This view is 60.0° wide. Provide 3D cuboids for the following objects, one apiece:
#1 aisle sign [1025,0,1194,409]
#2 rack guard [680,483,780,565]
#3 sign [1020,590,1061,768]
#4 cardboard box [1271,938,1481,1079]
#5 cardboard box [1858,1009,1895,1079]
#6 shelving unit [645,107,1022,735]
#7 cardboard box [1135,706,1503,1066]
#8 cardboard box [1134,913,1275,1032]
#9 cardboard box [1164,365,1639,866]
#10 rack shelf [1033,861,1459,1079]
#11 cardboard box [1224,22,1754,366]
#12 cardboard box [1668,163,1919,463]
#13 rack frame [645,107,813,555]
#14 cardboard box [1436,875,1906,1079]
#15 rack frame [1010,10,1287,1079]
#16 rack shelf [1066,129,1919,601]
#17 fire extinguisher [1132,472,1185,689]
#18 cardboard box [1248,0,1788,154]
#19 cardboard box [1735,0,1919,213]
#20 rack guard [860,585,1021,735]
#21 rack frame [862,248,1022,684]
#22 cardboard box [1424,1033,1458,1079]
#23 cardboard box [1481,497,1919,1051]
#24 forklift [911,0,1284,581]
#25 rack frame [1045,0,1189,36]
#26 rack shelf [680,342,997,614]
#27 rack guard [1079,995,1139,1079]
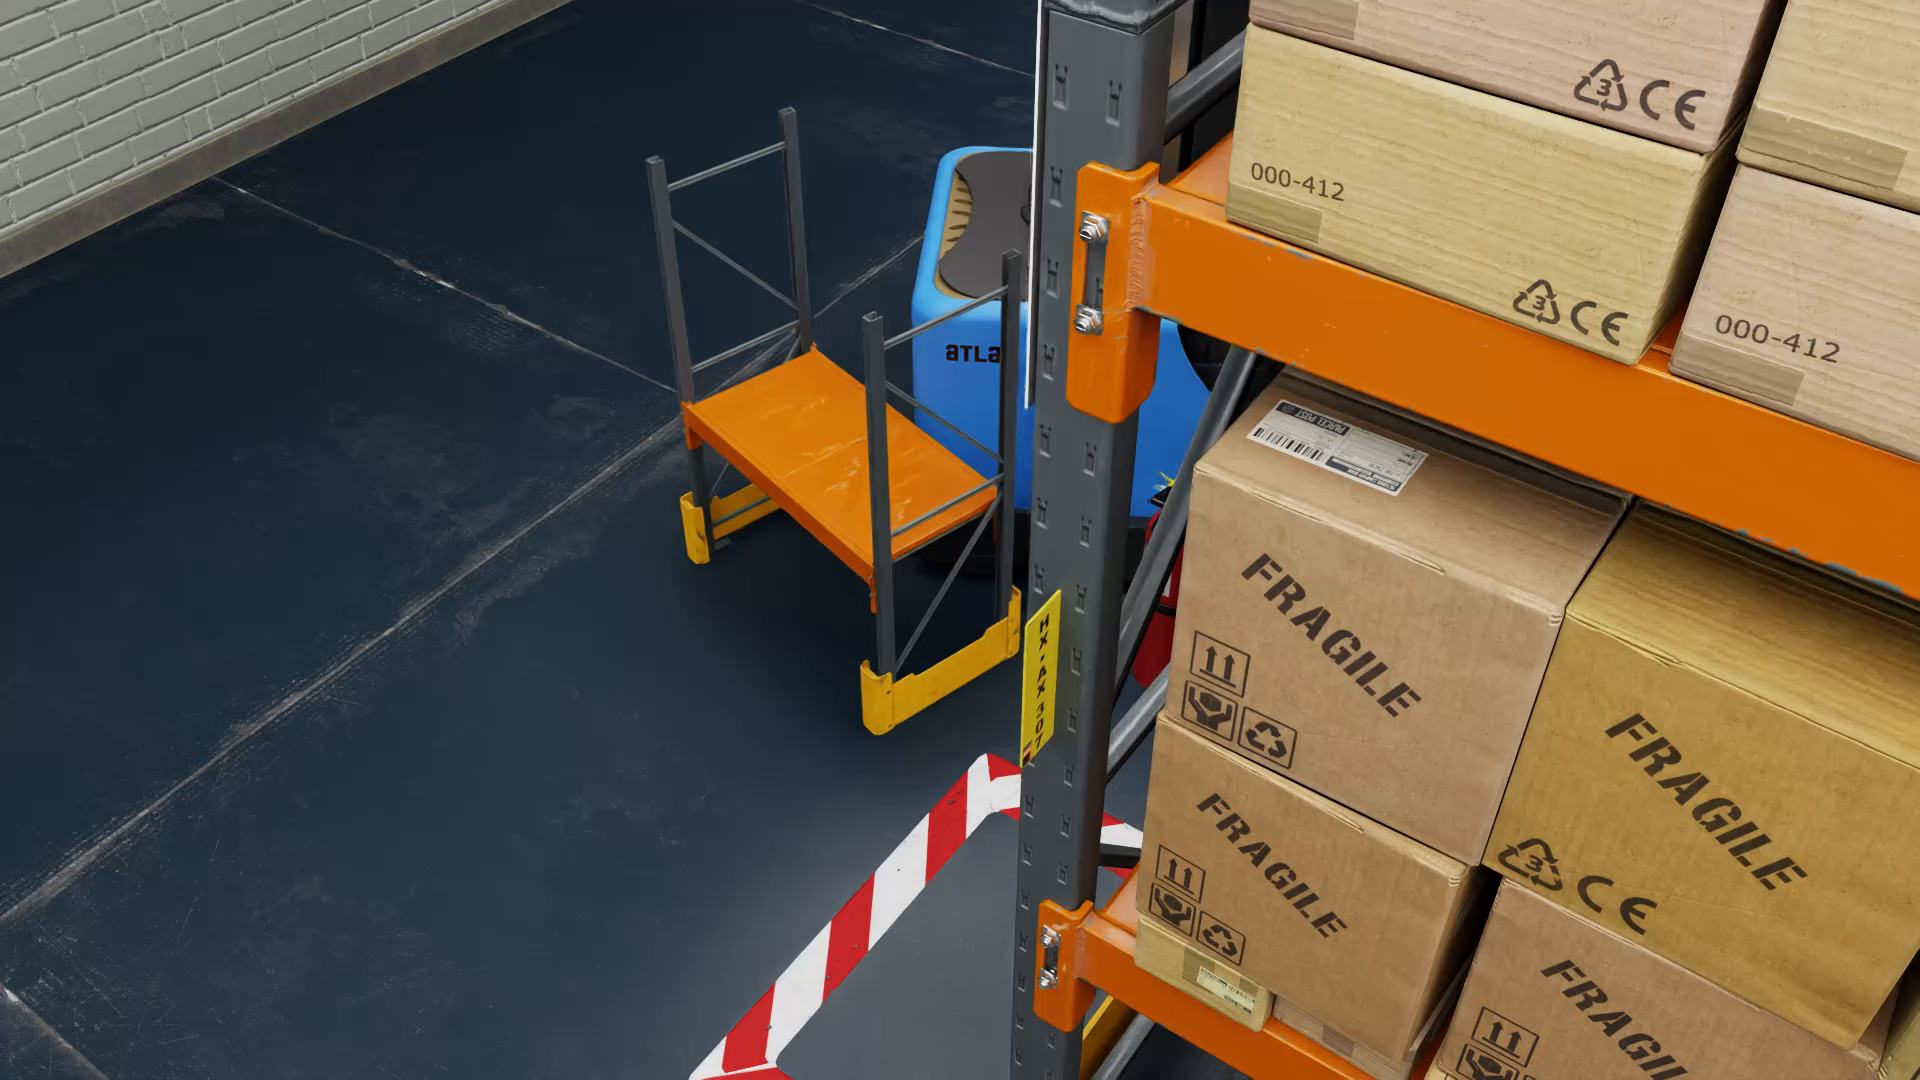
[{"bbox_3d":[0.206,-0.586,2.206,0.004,0.787,0.394,25,48,25],"label":"aisle sign"},{"bbox_3d":[-0.687,-0.148,5.728,0.587,0.250,0.087,-29,49,-28],"label":"rack guard"},{"bbox_3d":[0.127,0.221,2.605,0.005,0.325,0.100,25,48,25],"label":"sign"},{"bbox_3d":[0.748,0.719,2.886,0.250,0.149,0.380,27,48,27],"label":"cardboard box"},{"bbox_3d":[1.494,0.807,2.300,0.500,0.500,0.500,26,48,26],"label":"cardboard box"},{"bbox_3d":[-0.370,-0.358,5.025,0.587,1.500,1.083,-29,49,-28],"label":"shelving unit"},{"bbox_3d":[0.647,0.422,2.731,0.500,0.500,0.500,27,49,27],"label":"cardboard box"},{"bbox_3d":[0.515,0.644,2.970,0.250,0.149,0.380,25,47,25],"label":"cardboard box"},{"bbox_3d":[0.654,0.043,2.404,0.500,0.500,0.500,25,47,25],"label":"cardboard box"},{"bbox_3d":[2.076,1.281,2.609,4.000,0.370,1.077,25,48,25],"label":"rack shelf"},{"bbox_3d":[0.659,-0.503,1.926,0.500,0.250,0.500,27,48,27],"label":"cardboard box"},{"bbox_3d":[1.088,-0.299,1.698,0.500,0.250,0.500,27,48,27],"label":"cardboard box"},{"bbox_3d":[-0.688,-0.615,5.312,0.500,1.500,0.032,-29,49,-28],"label":"rack frame"},{"bbox_3d":[1.100,0.613,2.518,0.500,0.500,0.500,25,48,25],"label":"cardboard box"},{"bbox_3d":[0.438,0.247,3.224,0.127,3.000,1.000,25,48,25],"label":"rack frame"},{"bbox_3d":[2.076,0.163,1.608,4.000,0.370,1.077,25,48,25],"label":"rack shelf"},{"bbox_3d":[0.497,0.066,3.764,0.183,0.674,0.296,25,48,25],"label":"fire extinguisher"},{"bbox_3d":[0.657,-0.687,1.757,0.500,0.250,0.500,26,48,26],"label":"cardboard box"},{"bbox_3d":[1.077,-0.492,1.538,0.500,0.250,0.500,24,47,25],"label":"cardboard box"},{"bbox_3d":[-0.054,0.364,5.156,0.587,0.250,0.087,-29,49,-28],"label":"rack guard"},{"bbox_3d":[-0.041,-0.092,4.728,0.500,1.500,0.032,-29,49,-28],"label":"rack frame"},{"bbox_3d":[0.937,0.851,2.738,0.250,0.149,0.380,24,47,24],"label":"cardboard box"},{"bbox_3d":[1.070,0.233,2.192,0.500,0.500,0.500,26,48,26],"label":"cardboard box"},{"bbox_3d":[1.387,-1.229,4.926,3.031,2.935,1.130,3,42,4],"label":"forklift"},{"bbox_3d":[0.438,-1.989,1.224,0.127,3.000,1.000,25,48,25],"label":"rack frame"},{"bbox_3d":[-0.365,-0.219,5.140,0.538,0.185,1.000,-29,49,-28],"label":"rack shelf"},{"bbox_3d":[0.501,1.208,4.025,0.348,0.500,1.175,25,48,25],"label":"rack guard"}]
